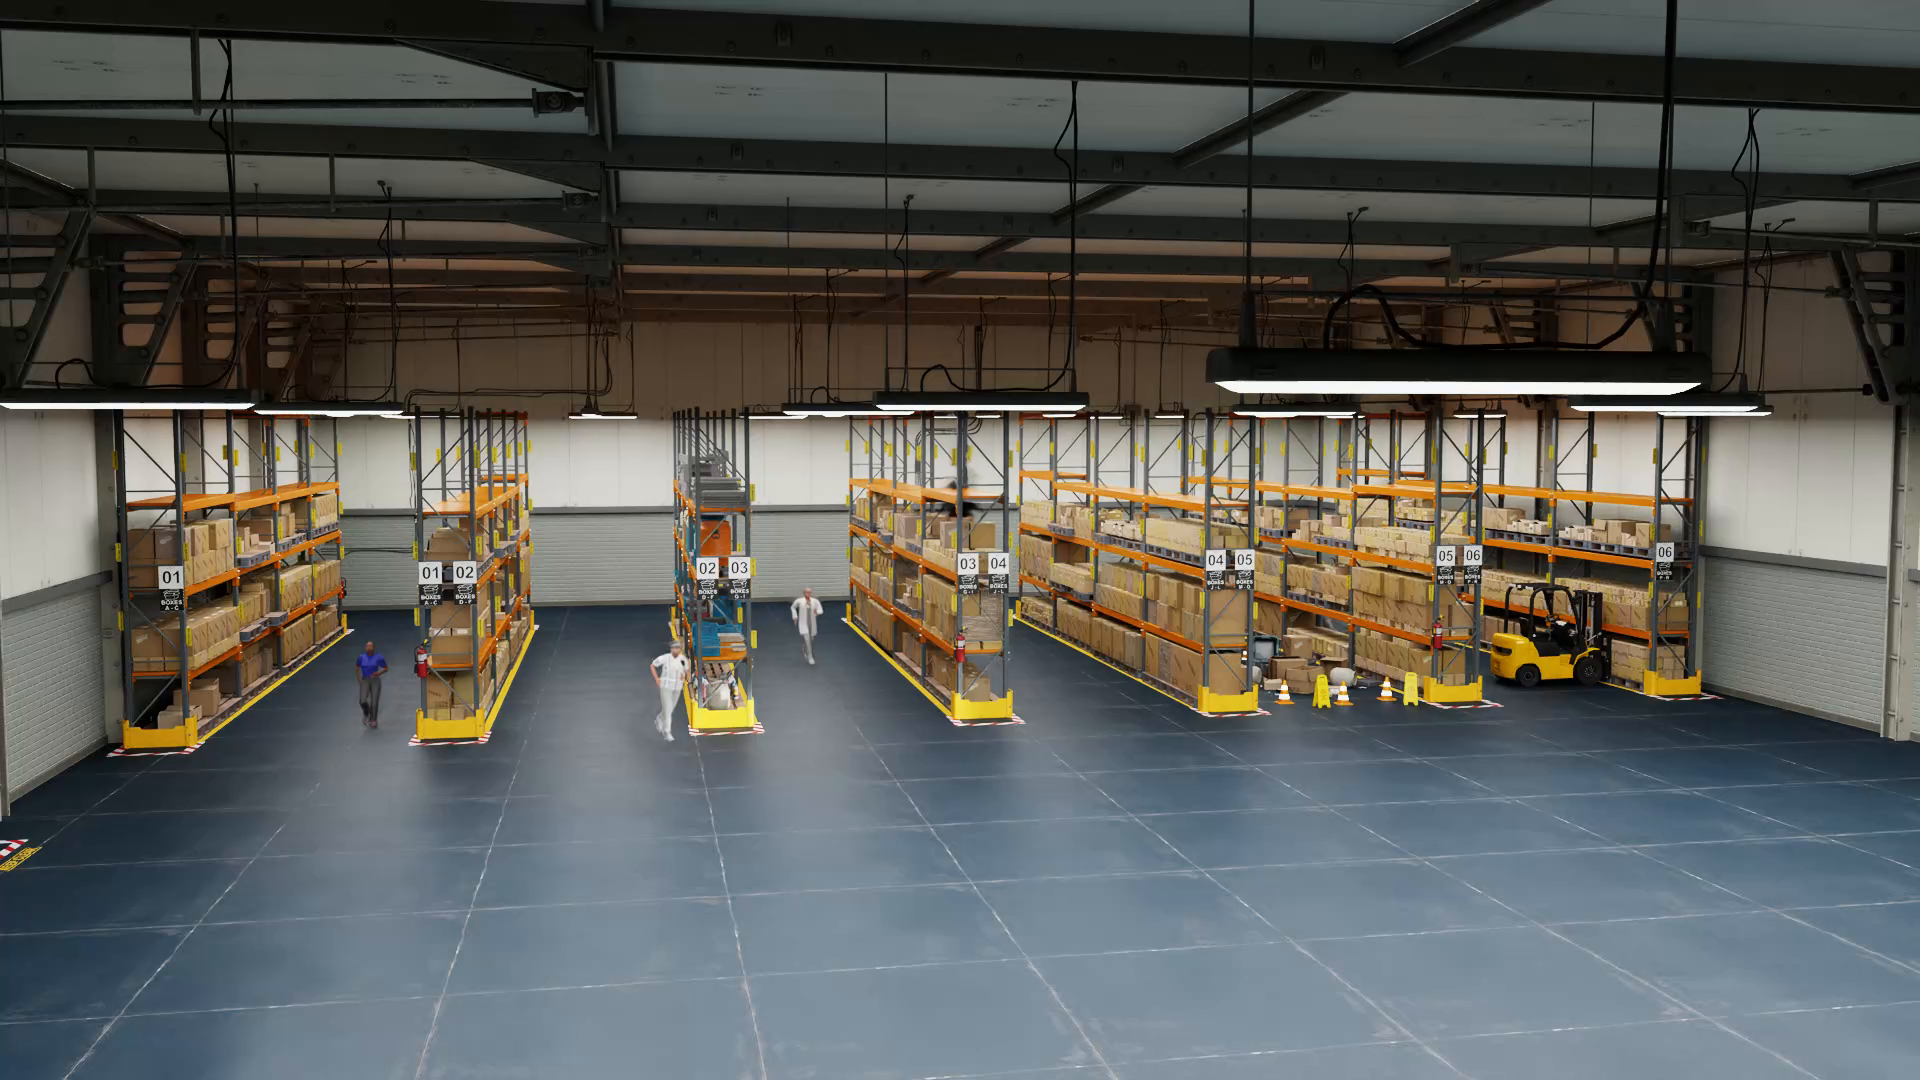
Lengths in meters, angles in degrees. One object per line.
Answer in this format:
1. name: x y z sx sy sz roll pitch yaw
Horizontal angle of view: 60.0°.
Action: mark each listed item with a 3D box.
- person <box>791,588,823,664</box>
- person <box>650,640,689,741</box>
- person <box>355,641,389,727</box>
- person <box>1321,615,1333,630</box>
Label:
1. person: -3.611 2.006 39.373 0.704 1.762 1.048 -2 4 -21
2. person: -5.248 2.710 30.288 0.699 1.804 0.896 -3 5 -37
3. person: -11.002 2.697 31.059 0.628 1.611 0.536 -1 4 -8
4. person: 9.767 1.660 44.347 0.699 1.755 0.987 -1 4 -16
